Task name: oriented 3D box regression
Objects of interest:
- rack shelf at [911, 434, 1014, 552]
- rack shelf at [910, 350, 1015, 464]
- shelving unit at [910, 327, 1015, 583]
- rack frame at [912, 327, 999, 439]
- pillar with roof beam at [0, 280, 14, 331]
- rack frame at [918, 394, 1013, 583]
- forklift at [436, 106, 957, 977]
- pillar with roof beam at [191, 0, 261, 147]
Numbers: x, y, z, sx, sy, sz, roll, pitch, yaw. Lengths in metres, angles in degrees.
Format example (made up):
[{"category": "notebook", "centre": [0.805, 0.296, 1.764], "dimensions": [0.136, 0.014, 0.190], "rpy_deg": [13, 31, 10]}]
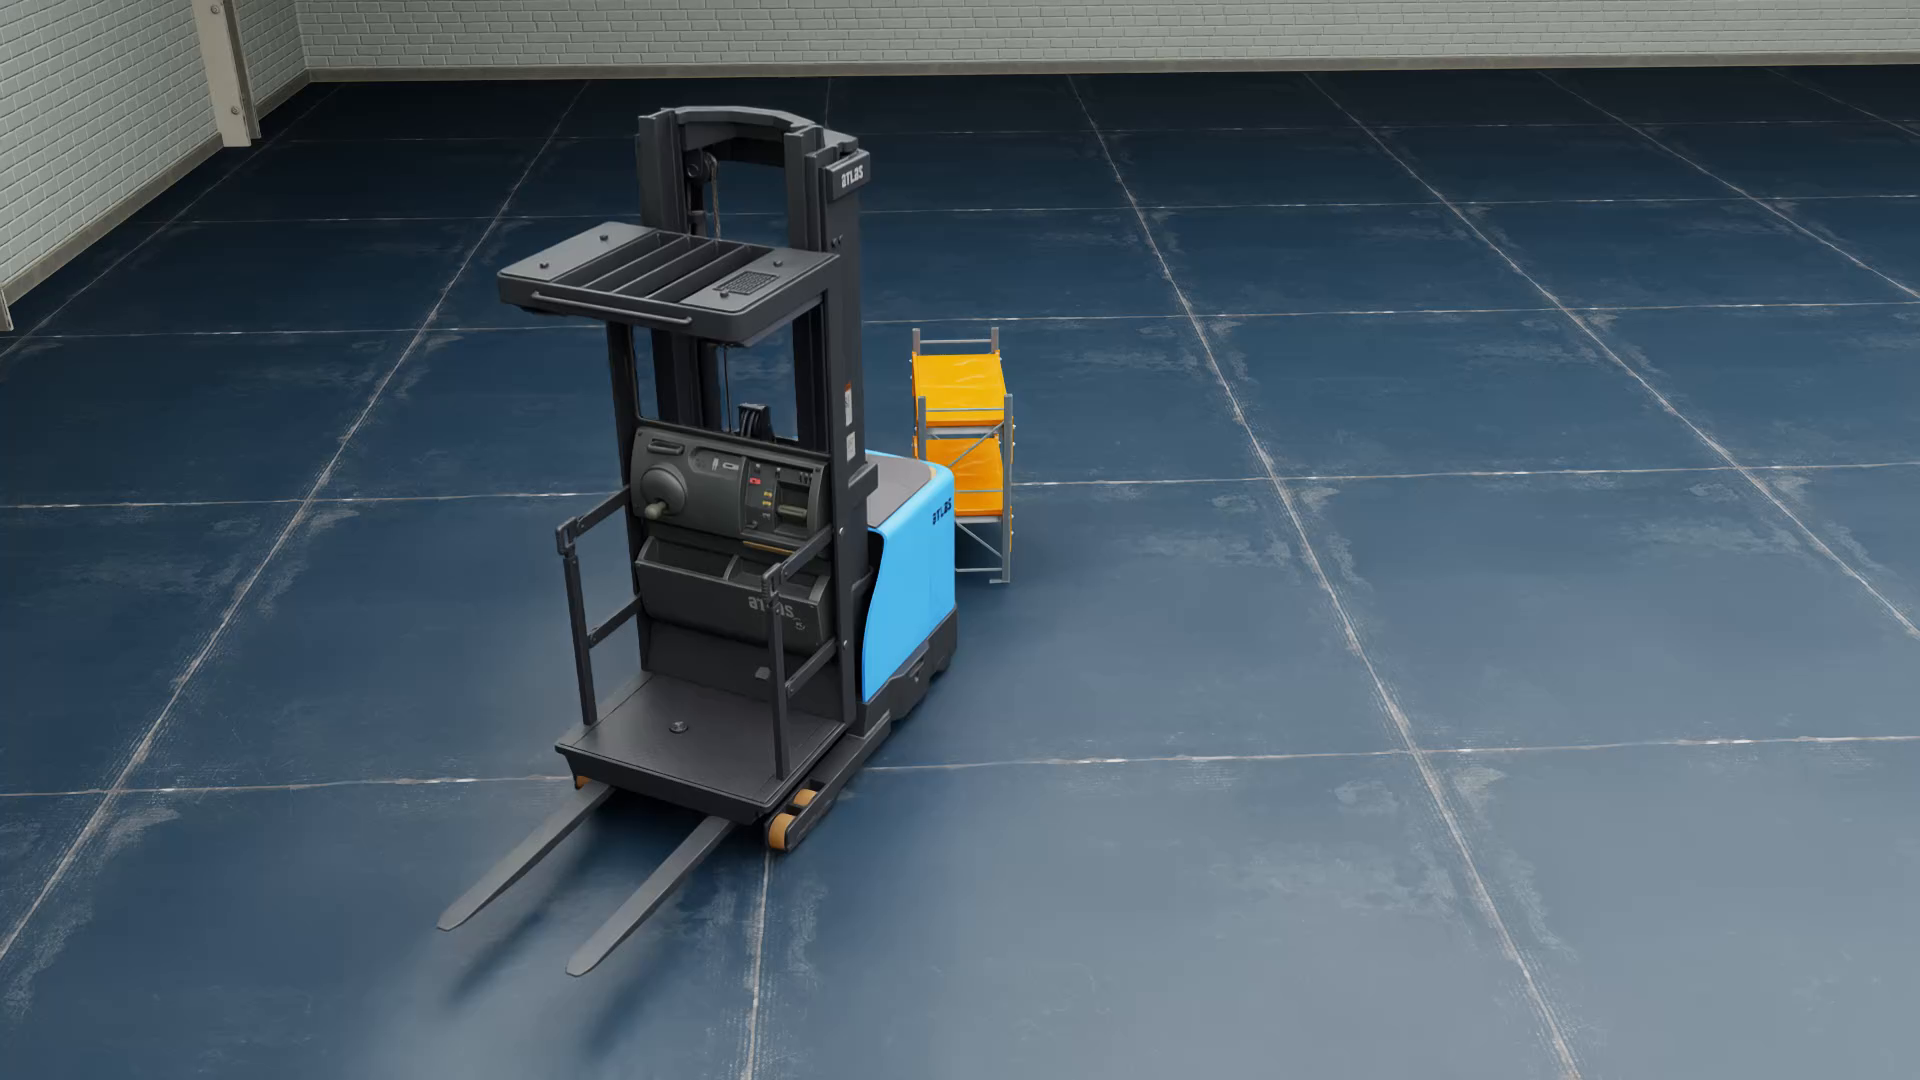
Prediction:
[{"category": "rack shelf", "centre": [0.000, -0.279, 9.597], "dimensions": [0.538, 0.278, 1.000], "rpy_deg": [-1, 28, -3]}, {"category": "rack shelf", "centre": [0.000, -0.755, 9.349], "dimensions": [0.538, 0.278, 1.000], "rpy_deg": [-1, 28, -3]}, {"category": "shelving unit", "centre": [0.000, -0.496, 9.484], "dimensions": [0.538, 1.125, 1.048], "rpy_deg": [-1, 28, -3]}, {"category": "rack frame", "centre": [-0.026, -0.730, 9.934], "dimensions": [0.500, 1.125, 0.032], "rpy_deg": [-1, 28, -3]}, {"category": "pillar with roof beam", "centre": [-3.181, -5.642, 10.836], "dimensions": [9.100, 9.000, 0.400], "rpy_deg": [-1, 28, -3]}, {"category": "rack frame", "centre": [0.027, -0.261, 9.034], "dimensions": [0.500, 1.125, 0.032], "rpy_deg": [-1, 28, -3]}, {"category": "forklift", "centre": [-1.088, -0.184, 6.932], "dimensions": [1.130, 2.935, 3.031], "rpy_deg": [12, 30, 22]}, {"category": "pillar with roof beam", "centre": [-3.495, -8.413, 16.149], "dimensions": [9.100, 9.000, 0.400], "rpy_deg": [-1, 28, -3]}]
